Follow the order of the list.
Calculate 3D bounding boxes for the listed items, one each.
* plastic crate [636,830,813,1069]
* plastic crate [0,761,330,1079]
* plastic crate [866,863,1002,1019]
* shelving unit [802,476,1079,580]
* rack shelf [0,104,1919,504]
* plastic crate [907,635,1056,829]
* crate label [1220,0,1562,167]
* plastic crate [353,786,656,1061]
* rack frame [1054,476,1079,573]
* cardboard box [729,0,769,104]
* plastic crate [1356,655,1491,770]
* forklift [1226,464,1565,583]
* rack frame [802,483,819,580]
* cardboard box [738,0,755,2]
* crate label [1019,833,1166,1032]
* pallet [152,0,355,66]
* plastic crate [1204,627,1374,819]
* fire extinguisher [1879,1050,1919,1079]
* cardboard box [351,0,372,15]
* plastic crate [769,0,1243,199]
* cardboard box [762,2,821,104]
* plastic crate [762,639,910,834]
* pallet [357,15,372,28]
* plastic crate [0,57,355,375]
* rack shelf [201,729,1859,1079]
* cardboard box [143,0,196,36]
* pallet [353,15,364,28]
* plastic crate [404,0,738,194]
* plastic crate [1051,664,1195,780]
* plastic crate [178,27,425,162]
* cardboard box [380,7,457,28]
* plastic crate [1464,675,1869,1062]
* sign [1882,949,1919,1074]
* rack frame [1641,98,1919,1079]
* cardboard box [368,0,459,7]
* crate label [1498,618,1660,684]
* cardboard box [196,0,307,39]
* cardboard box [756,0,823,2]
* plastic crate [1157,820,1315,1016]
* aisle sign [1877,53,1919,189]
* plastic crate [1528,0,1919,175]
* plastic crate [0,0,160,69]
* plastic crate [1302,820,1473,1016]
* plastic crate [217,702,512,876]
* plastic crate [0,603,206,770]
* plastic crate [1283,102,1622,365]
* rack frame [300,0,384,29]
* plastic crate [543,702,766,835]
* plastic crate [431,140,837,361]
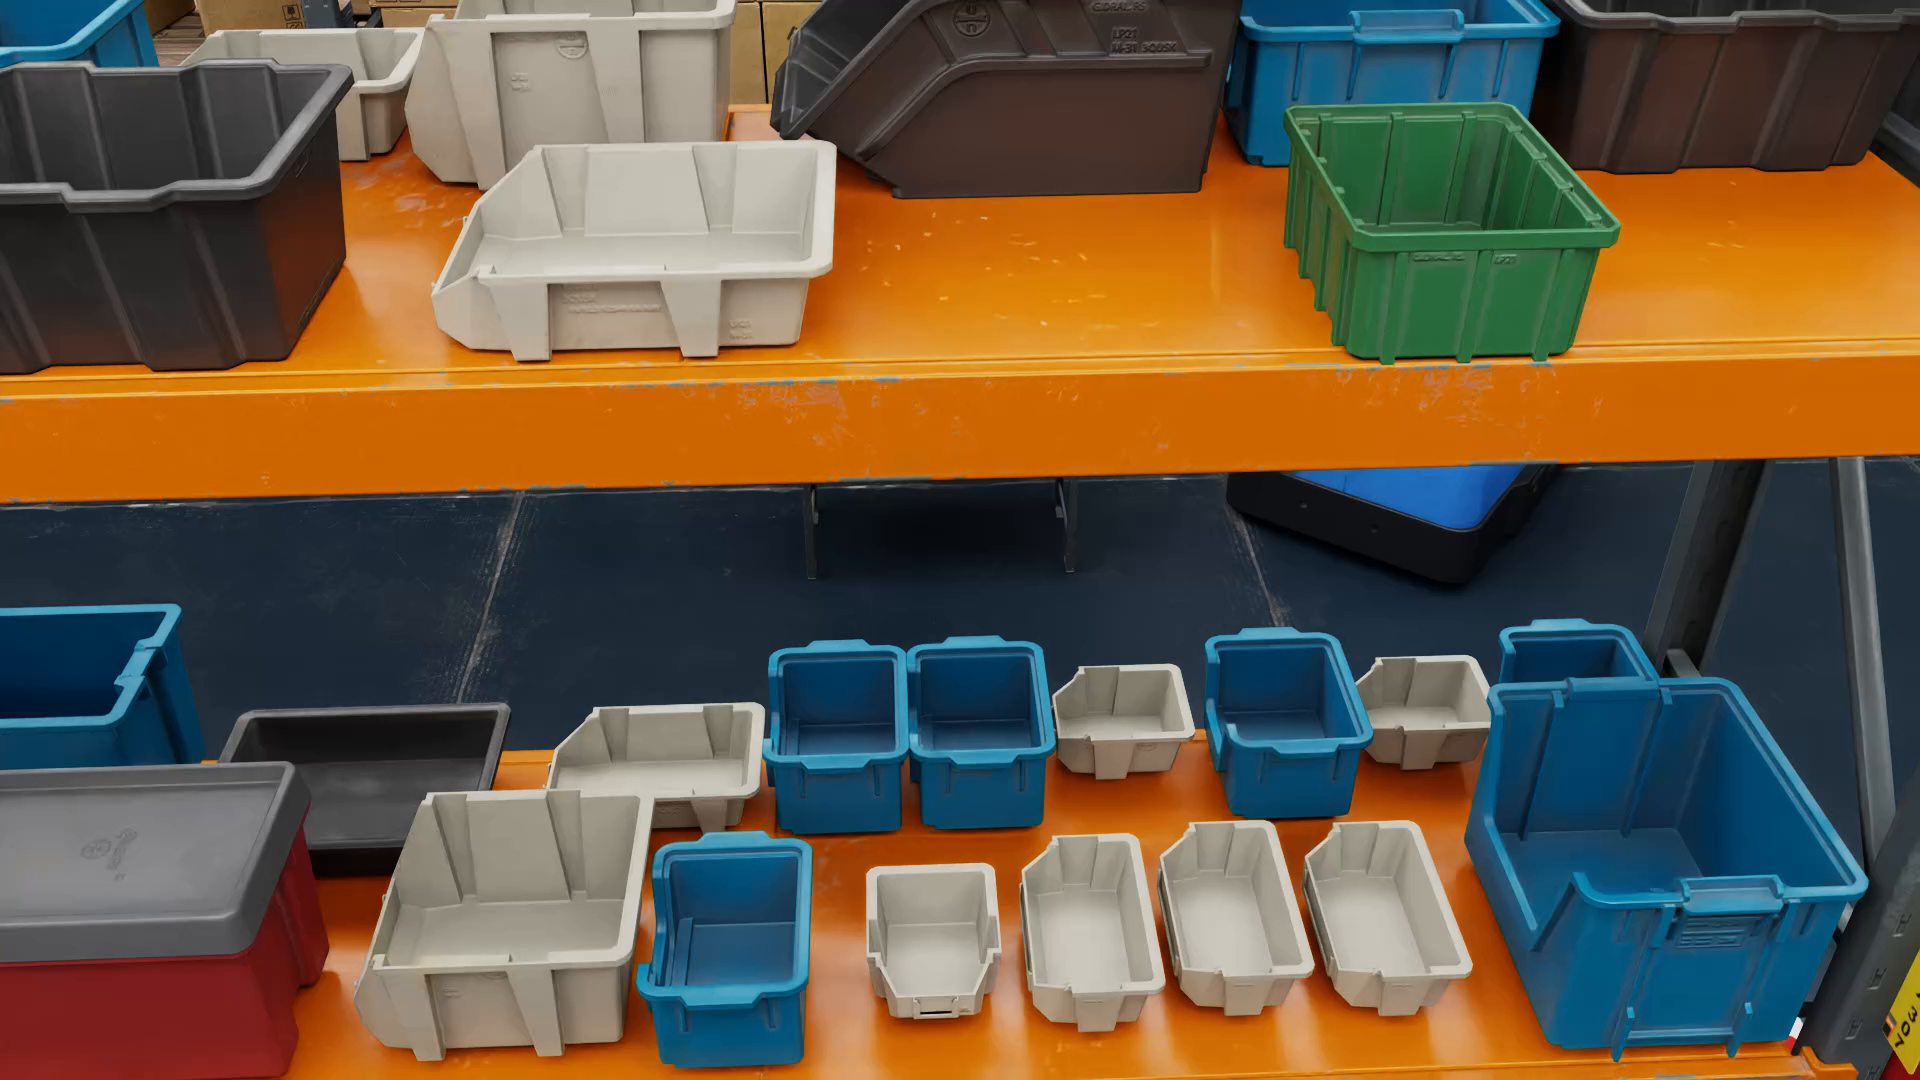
[{"bbox_3d":[-0.422,0.773,3.091,0.300,0.233,0.416,-2,35,-2],"label":"plastic crate"},{"bbox_3d":[-1.475,0.703,2.989,0.583,0.464,0.402,-2,35,-2],"label":"plastic crate"},{"bbox_3d":[-0.051,0.776,3.171,0.250,0.136,0.298,-2,35,-2],"label":"plastic crate"},{"bbox_3d":[-0.085,-0.614,6.320,1.048,1.500,0.538,-2,35,-2],"label":"shelving unit"},{"bbox_3d":[-0.381,-0.356,2.624,4.000,0.370,1.077,-2,35,-2],"label":"rack shelf"},{"bbox_3d":[0.040,0.427,3.591,0.300,0.233,0.416,-2,35,-2],"label":"plastic crate"},{"bbox_3d":[0.680,-0.803,2.769,0.502,0.251,0.408,-2,35,-2],"label":"crate label"},{"bbox_3d":[-0.845,0.724,3.120,0.530,0.282,0.437,-2,35,-2],"label":"plastic crate"},{"bbox_3d":[0.423,-0.628,6.340,0.032,1.500,0.500,-2,35,-2],"label":"rack frame"},{"bbox_3d":[-1.076,-2.108,7.072,0.500,0.500,0.500,-2,35,-2],"label":"cardboard box"},{"bbox_3d":[1.030,0.393,3.725,0.298,0.136,0.250,-2,35,-2],"label":"plastic crate"},{"bbox_3d":[2.354,-1.834,6.824,1.130,2.935,3.031,22,40,28],"label":"forklift"},{"bbox_3d":[-0.593,-0.601,6.300,0.032,1.500,0.500,-2,35,-2],"label":"rack frame"},{"bbox_3d":[-1.096,-2.513,6.778,0.500,0.500,0.500,-3,35,-4],"label":"cardboard box"},{"bbox_3d":[0.244,0.758,3.198,0.243,0.136,0.396,-2,35,-2],"label":"crate label"},{"bbox_3d":[-3.413,-2.141,7.377,1.213,0.211,1.003,-2,35,-2],"label":"pallet"},{"bbox_3d":[0.697,0.410,3.617,0.300,0.233,0.416,-2,35,-2],"label":"plastic crate"},{"bbox_3d":[1.789,0.968,3.112,0.183,0.674,0.296,-2,35,-2],"label":"fire extinguisher"},{"bbox_3d":[-4.378,-4.167,11.656,0.750,0.750,0.750,-1,35,-1],"label":"cardboard box"},{"bbox_3d":[0.078,-0.795,2.681,0.767,0.338,0.504,-2,35,-2],"label":"plastic crate"},{"bbox_3d":[-0.568,-2.122,7.093,0.500,0.500,0.500,-2,35,-3],"label":"cardboard box"},{"bbox_3d":[-0.260,0.435,3.579,0.300,0.233,0.416,-2,35,-2],"label":"plastic crate"},{"bbox_3d":[-3.615,-3.785,12.034,1.213,0.211,1.003,-2,35,-2],"label":"pallet"},{"bbox_3d":[-1.125,-0.421,2.202,0.590,0.269,0.497,-2,35,-2],"label":"plastic crate"},{"bbox_3d":[-0.381,0.878,3.478,4.000,0.370,1.077,-2,35,-2],"label":"rack shelf"},{"bbox_3d":[-3.777,-2.453,7.202,0.500,0.500,0.700,4,35,5],"label":"cardboard box"},{"bbox_3d":[-4.836,-3.751,11.984,1.213,0.211,1.003,-2,35,-2],"label":"pallet"},{"bbox_3d":[-0.611,-0.772,2.698,0.530,0.282,0.437,-2,35,-2],"label":"plastic crate"},{"bbox_3d":[0.353,0.411,3.699,0.298,0.136,0.250,-2,35,-2],"label":"plastic crate"},{"bbox_3d":[-1.126,-0.740,2.779,0.466,0.136,0.293,-2,35,-2],"label":"plastic crate"},{"bbox_3d":[-2.087,-2.080,7.032,0.500,0.500,0.500,-1,35,-1],"label":"cardboard box"},{"bbox_3d":[1.291,0.604,3.157,0.499,0.435,0.616,-2,35,-2],"label":"plastic crate"},{"bbox_3d":[1.659,0.773,2.853,0.005,0.325,0.100,-2,35,-2],"label":"sign"},{"bbox_3d":[1.617,0.528,3.351,0.127,3.000,1.000,-2,35,-2],"label":"rack frame"},{"bbox_3d":[-2.125,-2.485,6.738,0.500,0.500,0.500,-1,35,-1],"label":"cardboard box"},{"bbox_3d":[1.355,0.392,3.642,0.303,0.233,0.416,-2,35,-2],"label":"crate label"},{"bbox_3d":[-3.093,-2.508,7.281,0.500,0.500,0.700,-13,37,-18],"label":"cardboard box"},{"bbox_3d":[-0.581,-2.527,6.799,0.500,0.500,0.500,-1,35,-1],"label":"cardboard box"},{"bbox_3d":[0.521,0.736,3.229,0.243,0.136,0.396,-2,35,-2],"label":"plastic crate"},{"bbox_3d":[1.675,-0.712,2.858,0.004,0.787,0.394,-2,35,-2],"label":"aisle sign"},{"bbox_3d":[1.219,-0.800,2.749,0.590,0.269,0.497,-2,35,-2],"label":"plastic crate"},{"bbox_3d":[-1.484,-0.735,2.687,0.300,0.233,0.416,-2,35,-2],"label":"plastic crate"},{"bbox_3d":[0.811,0.737,3.229,0.243,0.136,0.396,-2,35,-2],"label":"plastic crate"},{"bbox_3d":[-1.273,0.541,3.521,0.590,0.125,0.437,-2,35,-2],"label":"plastic crate"},{"bbox_3d":[-1.928,0.411,3.481,0.575,0.384,0.392,-2,35,-2],"label":"plastic crate"},{"bbox_3d":[0.645,-0.429,2.285,0.336,0.188,0.450,-2,35,-2],"label":"plastic crate"},{"bbox_3d":[-2.609,-2.180,7.264,0.127,3.000,1.000,-2,35,-2],"label":"rack frame"},{"bbox_3d":[-0.653,0.502,3.568,0.466,0.136,0.293,-2,35,-2],"label":"plastic crate"},{"bbox_3d":[-0.435,-0.400,2.288,0.530,0.136,0.437,-2,35,-2],"label":"plastic crate"}]
